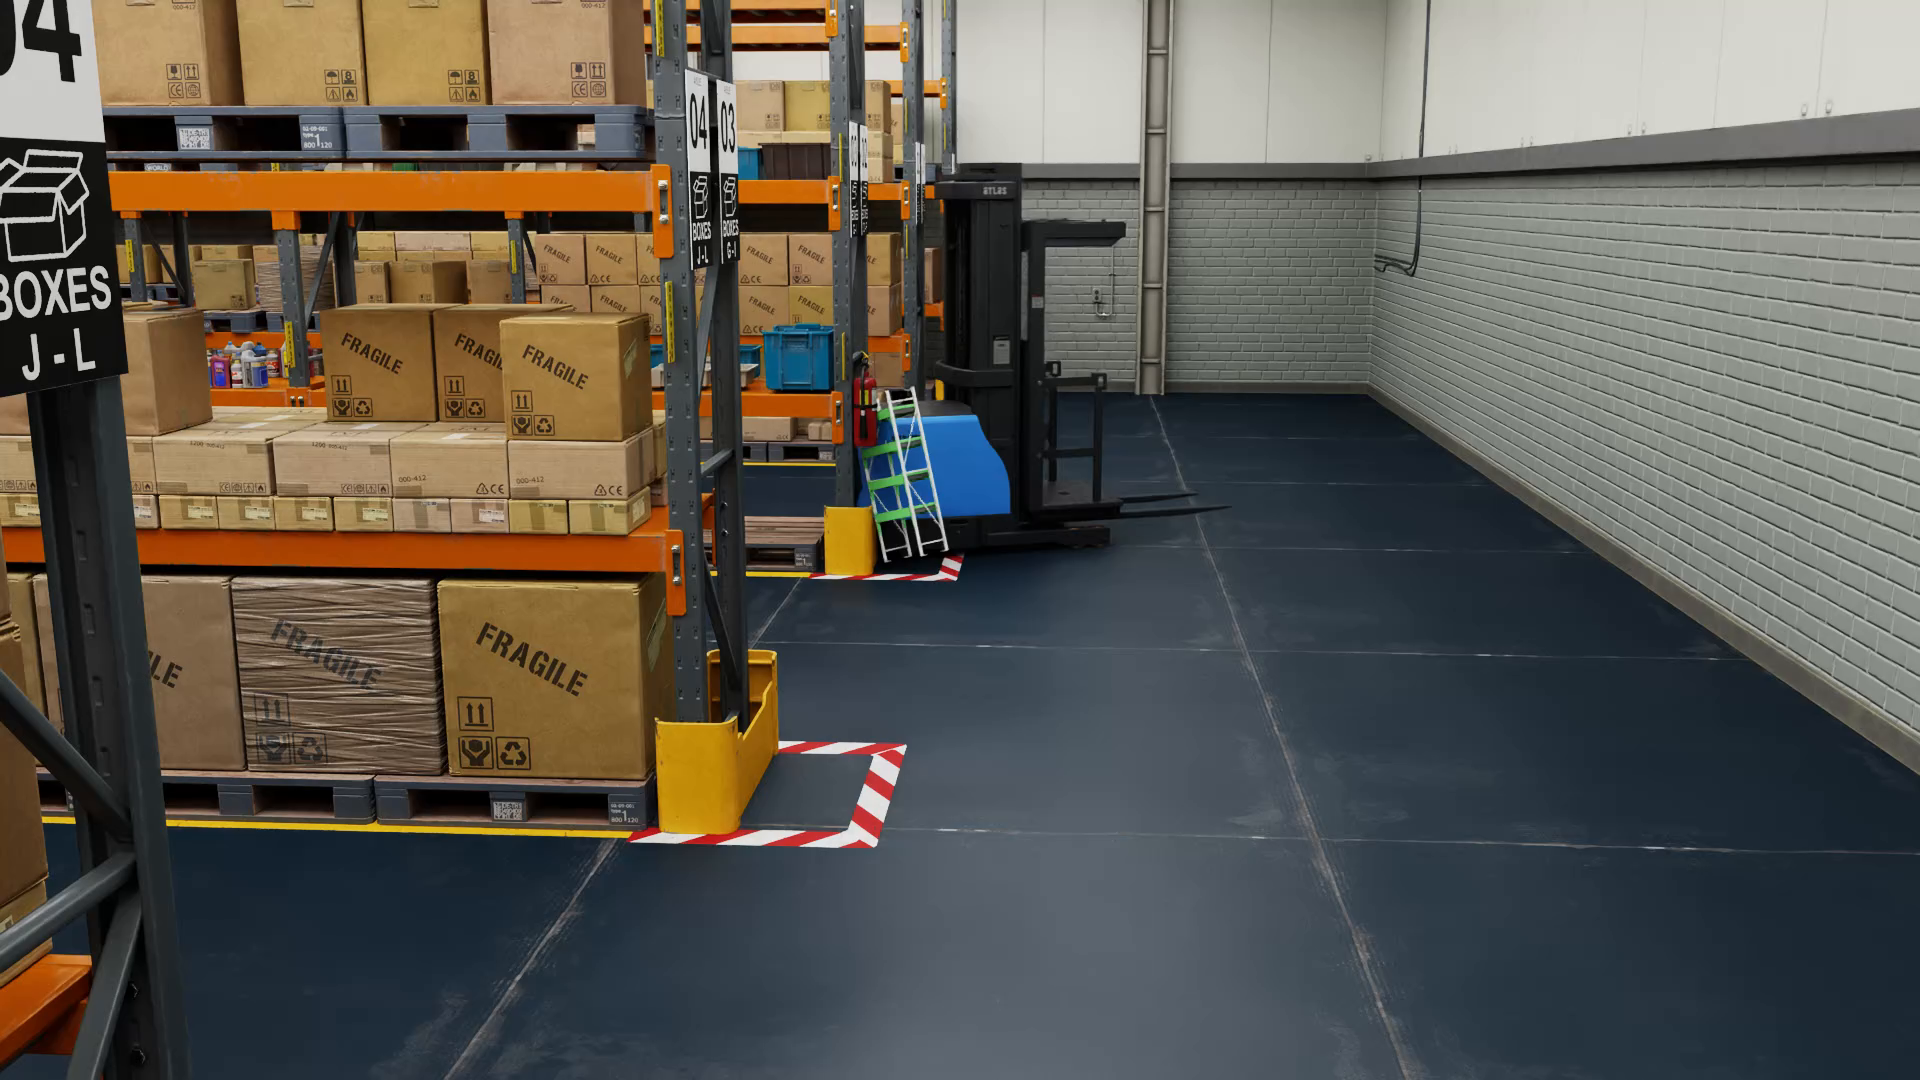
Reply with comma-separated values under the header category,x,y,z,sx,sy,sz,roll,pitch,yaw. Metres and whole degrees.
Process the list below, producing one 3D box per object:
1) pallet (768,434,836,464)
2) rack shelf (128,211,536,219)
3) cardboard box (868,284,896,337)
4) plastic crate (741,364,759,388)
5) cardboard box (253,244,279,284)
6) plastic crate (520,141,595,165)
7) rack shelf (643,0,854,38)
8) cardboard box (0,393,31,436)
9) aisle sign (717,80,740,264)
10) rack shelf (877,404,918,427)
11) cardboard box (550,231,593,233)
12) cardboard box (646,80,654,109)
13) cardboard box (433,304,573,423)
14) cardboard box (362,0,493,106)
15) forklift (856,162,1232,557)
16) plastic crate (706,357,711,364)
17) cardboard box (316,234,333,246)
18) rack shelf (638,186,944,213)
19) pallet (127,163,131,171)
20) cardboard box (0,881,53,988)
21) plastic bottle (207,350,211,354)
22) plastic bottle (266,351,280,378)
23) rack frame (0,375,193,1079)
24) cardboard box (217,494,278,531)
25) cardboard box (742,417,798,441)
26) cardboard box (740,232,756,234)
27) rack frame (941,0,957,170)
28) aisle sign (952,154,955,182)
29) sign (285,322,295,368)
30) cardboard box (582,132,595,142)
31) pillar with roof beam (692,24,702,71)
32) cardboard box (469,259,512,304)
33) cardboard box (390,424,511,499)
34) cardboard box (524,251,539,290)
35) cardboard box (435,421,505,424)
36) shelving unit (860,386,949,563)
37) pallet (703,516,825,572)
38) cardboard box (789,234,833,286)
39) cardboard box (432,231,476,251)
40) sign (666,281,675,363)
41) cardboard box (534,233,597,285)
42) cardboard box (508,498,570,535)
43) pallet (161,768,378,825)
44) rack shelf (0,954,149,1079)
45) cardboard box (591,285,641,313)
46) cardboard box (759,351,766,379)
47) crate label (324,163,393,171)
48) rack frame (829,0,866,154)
category,x,y,z,sx,sy,sz,roll,pitch,yaw
pallet,-1.336,-0.986,17.469,1.213,0.211,1.003,1,12,4
rack shelf,-6.451,-3.538,17.286,4.000,0.370,1.077,1,12,4
cardboard box,-0.930,-2.339,16.880,0.500,0.500,0.500,1,12,5
plastic crate,-1.625,-1.202,12.187,0.243,0.136,0.396,1,12,4
cardboard box,-9.149,-3.732,22.464,0.500,0.500,0.700,0,12,-2
plastic crate,-2.990,-2.831,12.441,0.530,0.282,0.437,1,12,4
rack shelf,-2.795,-3.744,11.921,4.000,0.370,1.077,1,12,4
cardboard box,-4.170,-0.743,7.302,0.500,0.500,0.500,1,12,4
aisle sign,-1.038,-1.649,7.475,0.004,0.787,0.394,1,12,4
rack shelf,-0.529,-0.875,12.062,0.258,0.148,0.480,-13,2,-35
cardboard box,-5.121,-3.941,21.931,0.500,0.250,0.500,1,12,5
cardboard box,-2.979,-4.361,16.777,0.500,0.500,0.700,1,12,4
cardboard box,-2.090,-0.824,7.689,0.500,0.500,0.500,0,12,2
cardboard box,-2.206,-2.116,7.218,0.500,0.500,0.700,0,12,2
forklift,0.665,-1.462,13.099,3.031,2.935,1.130,-4,12,-17
plastic crate,-2.015,-1.329,12.795,0.298,0.136,0.250,1,12,4
cardboard box,-8.466,-4.042,22.360,0.250,0.149,0.380,-1,12,-4
rack shelf,-2.133,-4.495,21.863,4.000,0.370,1.077,1,12,4
pallet,-6.711,-2.764,12.291,1.213,0.211,1.003,1,12,4
cardboard box,-1.864,0.747,2.982,0.250,0.149,0.380,1,12,3
plastic bottle,-5.900,-1.384,13.045,0.097,0.201,0.097,0,12,0
plastic bottle,-5.377,-1.377,13.011,0.097,0.201,0.097,0,12,0
rack frame,-1.563,0.696,2.615,0.127,3.000,1.000,1,12,4
cardboard box,-3.033,-0.152,7.280,0.250,0.149,0.380,1,12,5
cardboard box,-1.970,-1.185,17.250,0.500,0.250,0.500,1,12,4
cardboard box,-2.418,-2.958,17.398,0.500,0.500,0.500,1,12,3
rack frame,-0.137,-6.288,21.351,0.127,3.000,1.000,1,12,4
aisle sign,-0.086,-4.562,21.402,0.004,0.787,0.394,1,12,4
sign,-4.829,-1.406,11.986,0.005,0.325,0.100,1,12,4
cardboard box,-3.488,-3.970,16.741,0.500,0.250,0.500,1,12,4
pillar with roof beam,-3.660,-5.631,18.207,0.400,9.000,9.100,1,12,4
cardboard box,-4.913,-2.701,17.585,0.500,0.500,0.700,-3,12,-15
cardboard box,-2.138,-0.348,7.244,0.500,0.250,0.500,1,12,3
cardboard box,-5.616,-3.579,22.033,0.500,0.500,0.500,1,12,4
cardboard box,-2.110,-0.456,7.760,0.500,0.250,0.500,1,12,3
shelving unit,-0.443,-0.468,12.071,0.258,1.200,0.503,-13,2,-35
pallet,-1.620,0.018,12.667,1.213,0.211,1.003,1,12,4
cardboard box,-1.431,-2.835,16.807,0.500,0.500,0.500,1,12,5
cardboard box,-6.648,-3.960,22.024,0.500,0.250,0.500,1,12,4
sign,-1.180,-0.888,6.781,0.005,0.325,0.100,1,12,4
cardboard box,-4.004,-2.869,16.971,0.500,0.500,0.500,1,12,5
cardboard box,-1.767,-0.134,7.196,0.250,0.149,0.380,1,12,4
pallet,-3.147,1.037,7.797,1.213,0.211,1.003,1,12,4
rack shelf,-3.558,1.021,2.820,4.000,0.370,1.077,1,12,4
cardboard box,-3.454,-2.374,17.049,0.500,0.500,0.500,1,12,5
cardboard box,-2.376,-2.342,22.219,0.500,0.500,0.700,1,12,5
crate label,-4.322,-2.656,11.957,0.466,0.136,0.293,1,12,4
rack frame,-0.799,-4.264,11.676,0.127,3.000,1.000,1,12,4
